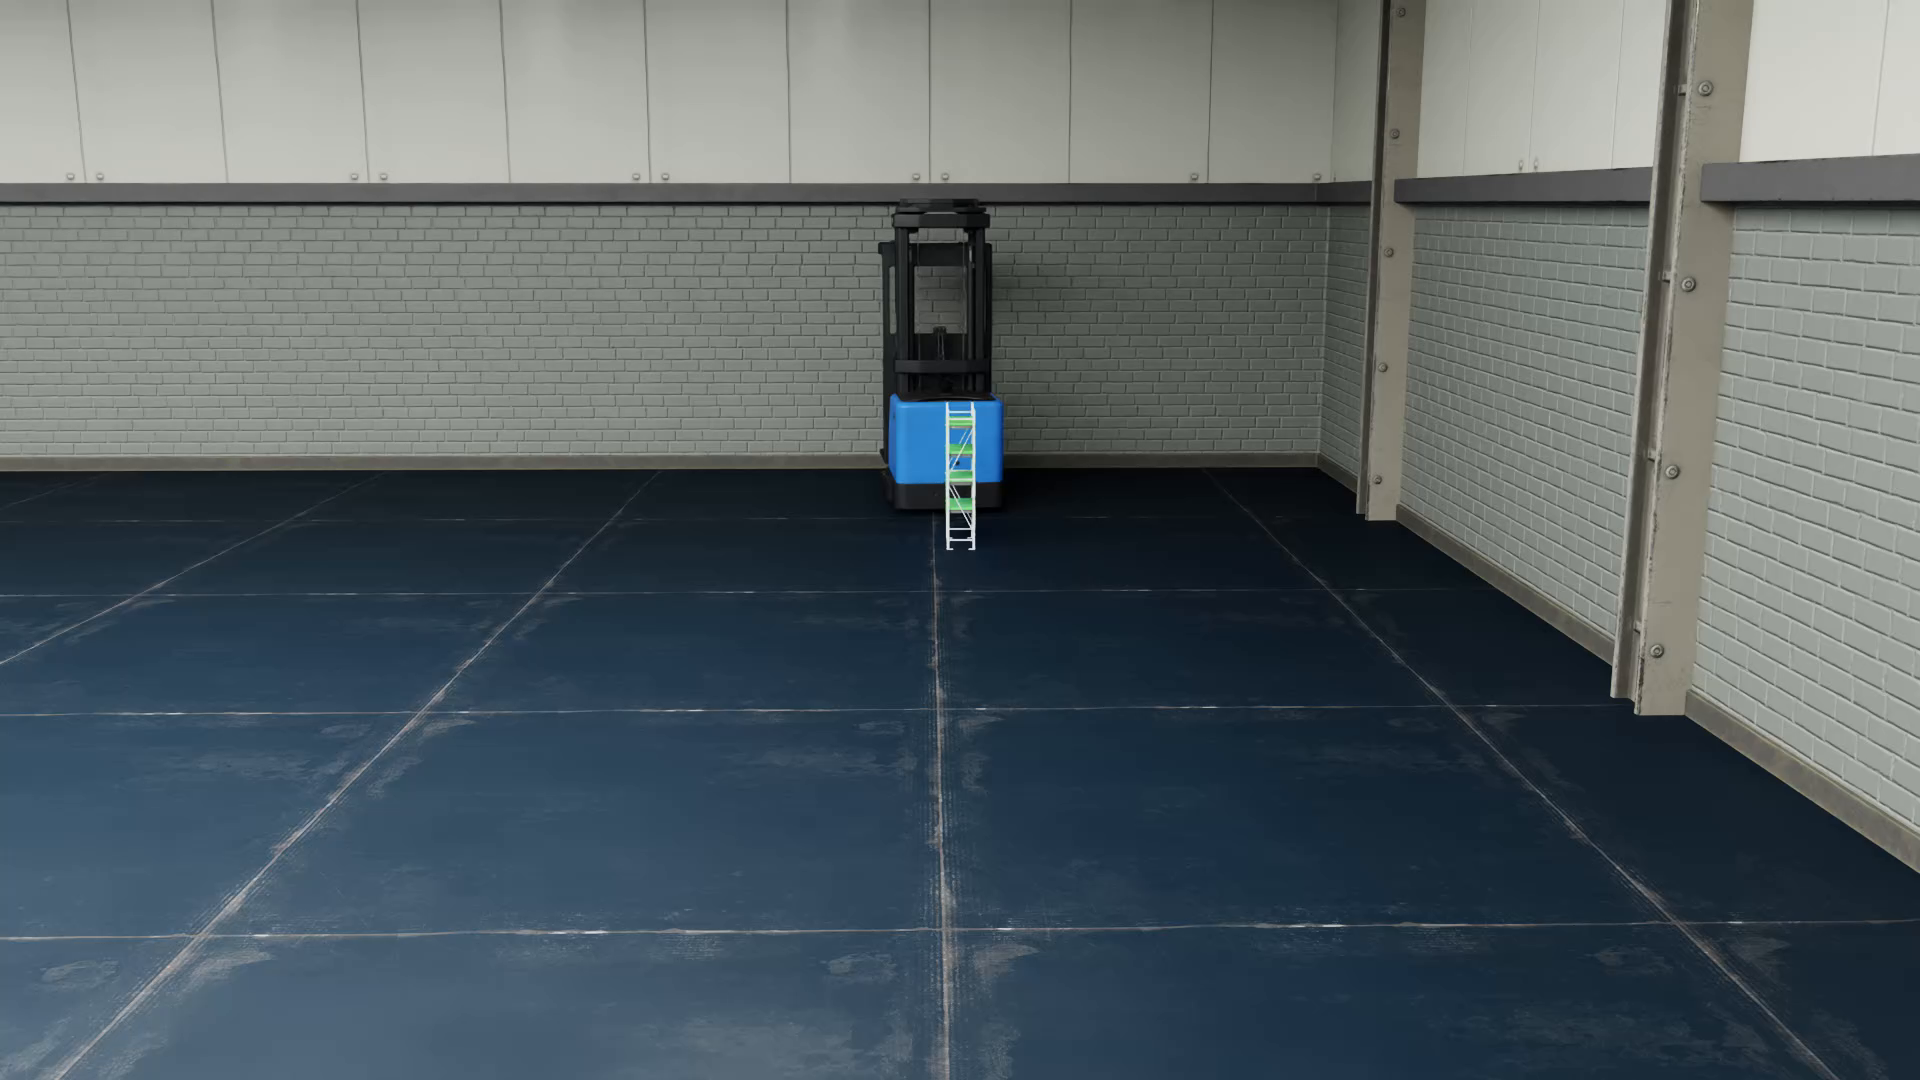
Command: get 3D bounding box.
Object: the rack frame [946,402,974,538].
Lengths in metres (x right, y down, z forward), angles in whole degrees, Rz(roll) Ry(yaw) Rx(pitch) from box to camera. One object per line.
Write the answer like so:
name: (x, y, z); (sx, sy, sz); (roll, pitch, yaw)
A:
rack frame: (-0.002, -0.604, 14.517); (0.240, 1.200, 0.015); (0, 11, -1)

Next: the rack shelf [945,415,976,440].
rack shelf: (0.003, -0.963, 14.195); (0.258, 0.148, 0.480); (0, 11, -1)

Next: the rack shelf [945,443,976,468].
rack shelf: (0.003, -0.728, 14.243); (0.258, 0.148, 0.480); (0, 11, -1)

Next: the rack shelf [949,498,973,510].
rack shelf: (0.003, -0.310, 14.327); (0.221, 0.021, 0.457); (0, 11, -1)

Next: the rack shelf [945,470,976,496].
rack shelf: (0.003, -0.492, 14.290); (0.258, 0.148, 0.480); (0, 11, -1)

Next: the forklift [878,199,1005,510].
forklift: (-0.253, -1.962, 16.858); (1.130, 2.935, 3.031); (-1, 12, -6)

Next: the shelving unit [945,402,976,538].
shelving unit: (0.003, -0.556, 14.283); (0.258, 1.200, 0.492); (0, 11, -1)
